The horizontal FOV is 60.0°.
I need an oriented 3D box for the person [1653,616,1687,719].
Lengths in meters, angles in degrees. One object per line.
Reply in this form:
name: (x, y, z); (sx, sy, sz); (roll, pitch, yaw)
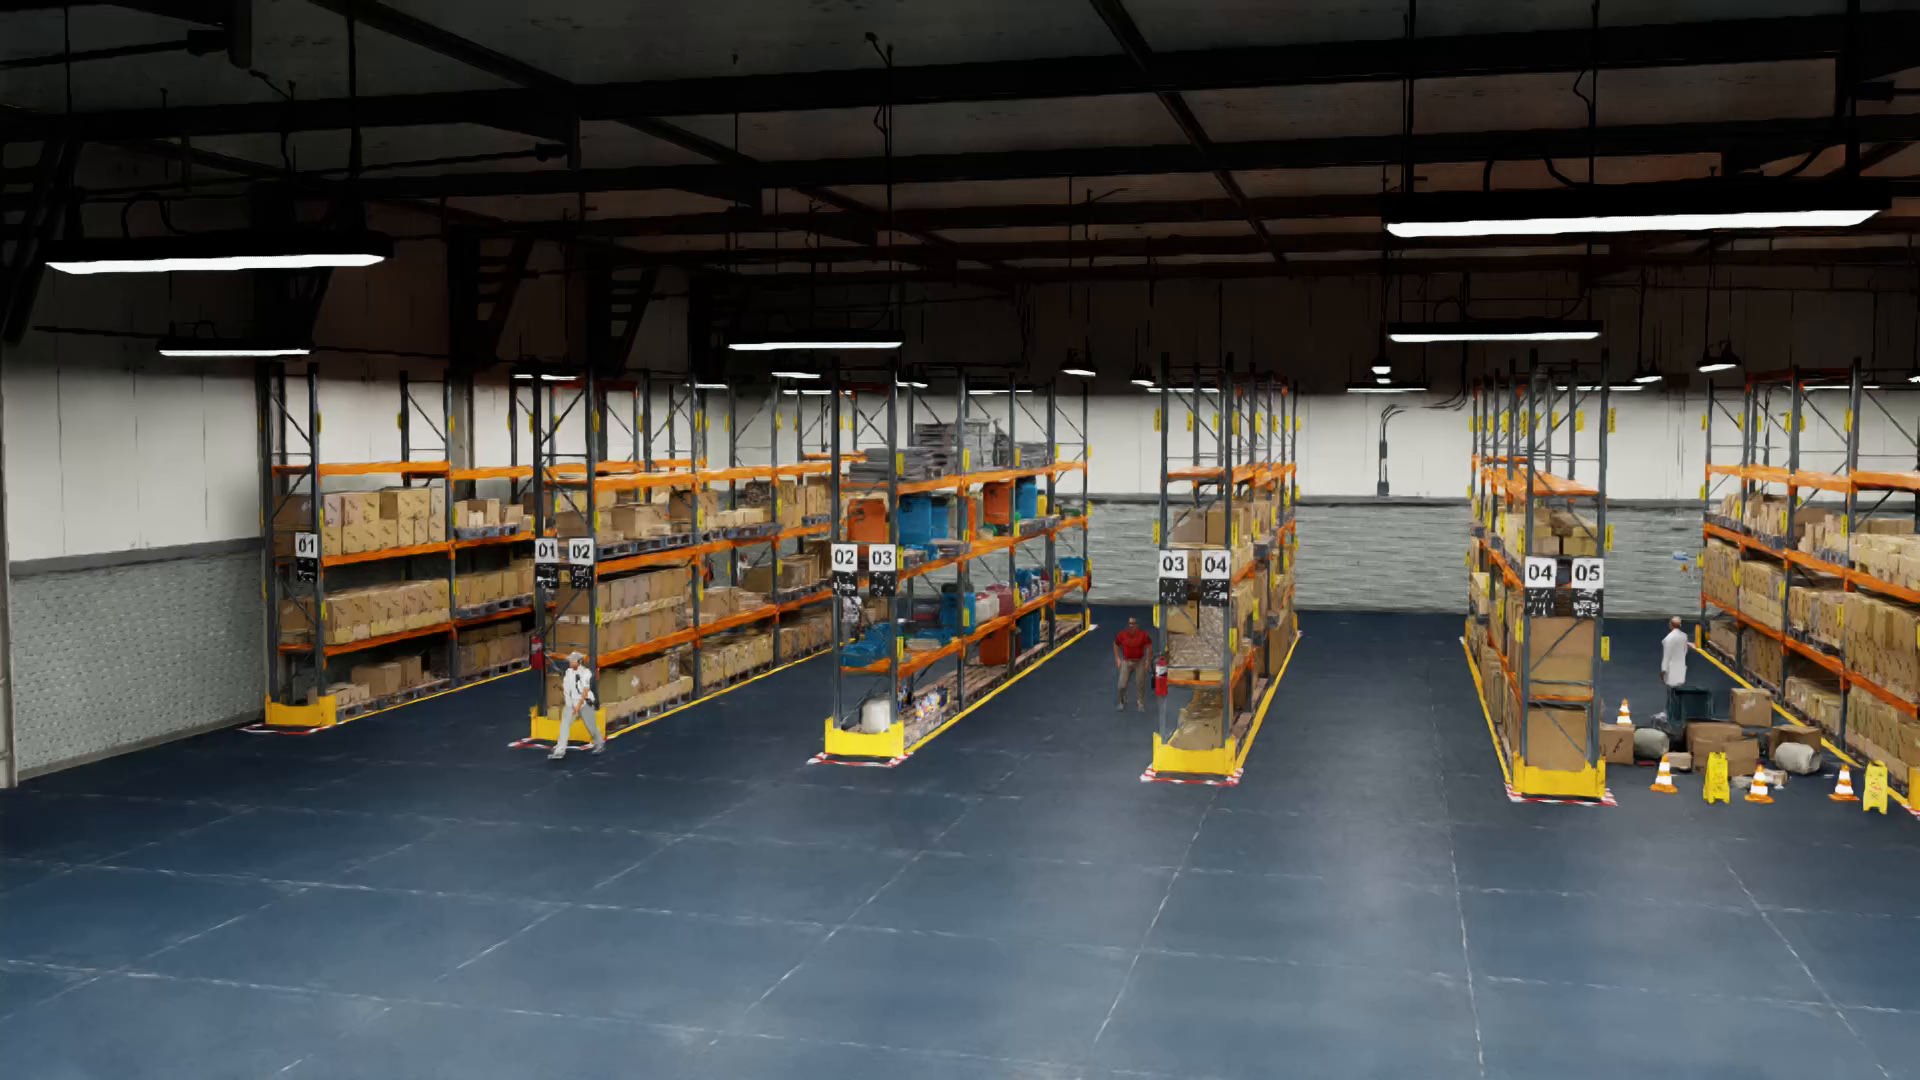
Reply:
person: (11.829, 2.163, 27.656); (0.644, 1.798, 0.674); (4, 6, 43)

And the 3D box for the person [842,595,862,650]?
person: (-2.278, 1.705, 35.223); (0.461, 1.626, 0.999); (1, 4, 14)

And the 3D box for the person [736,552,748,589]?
person: (-5.682, 1.111, 43.880); (0.636, 1.586, 0.526); (-3, 5, -41)

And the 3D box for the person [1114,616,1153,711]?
person: (3.001, 2.141, 28.854); (0.682, 1.676, 0.535); (1, 4, 12)

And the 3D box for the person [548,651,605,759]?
person: (-5.701, 2.442, 24.812); (0.479, 1.594, 0.994); (2, 4, 24)
